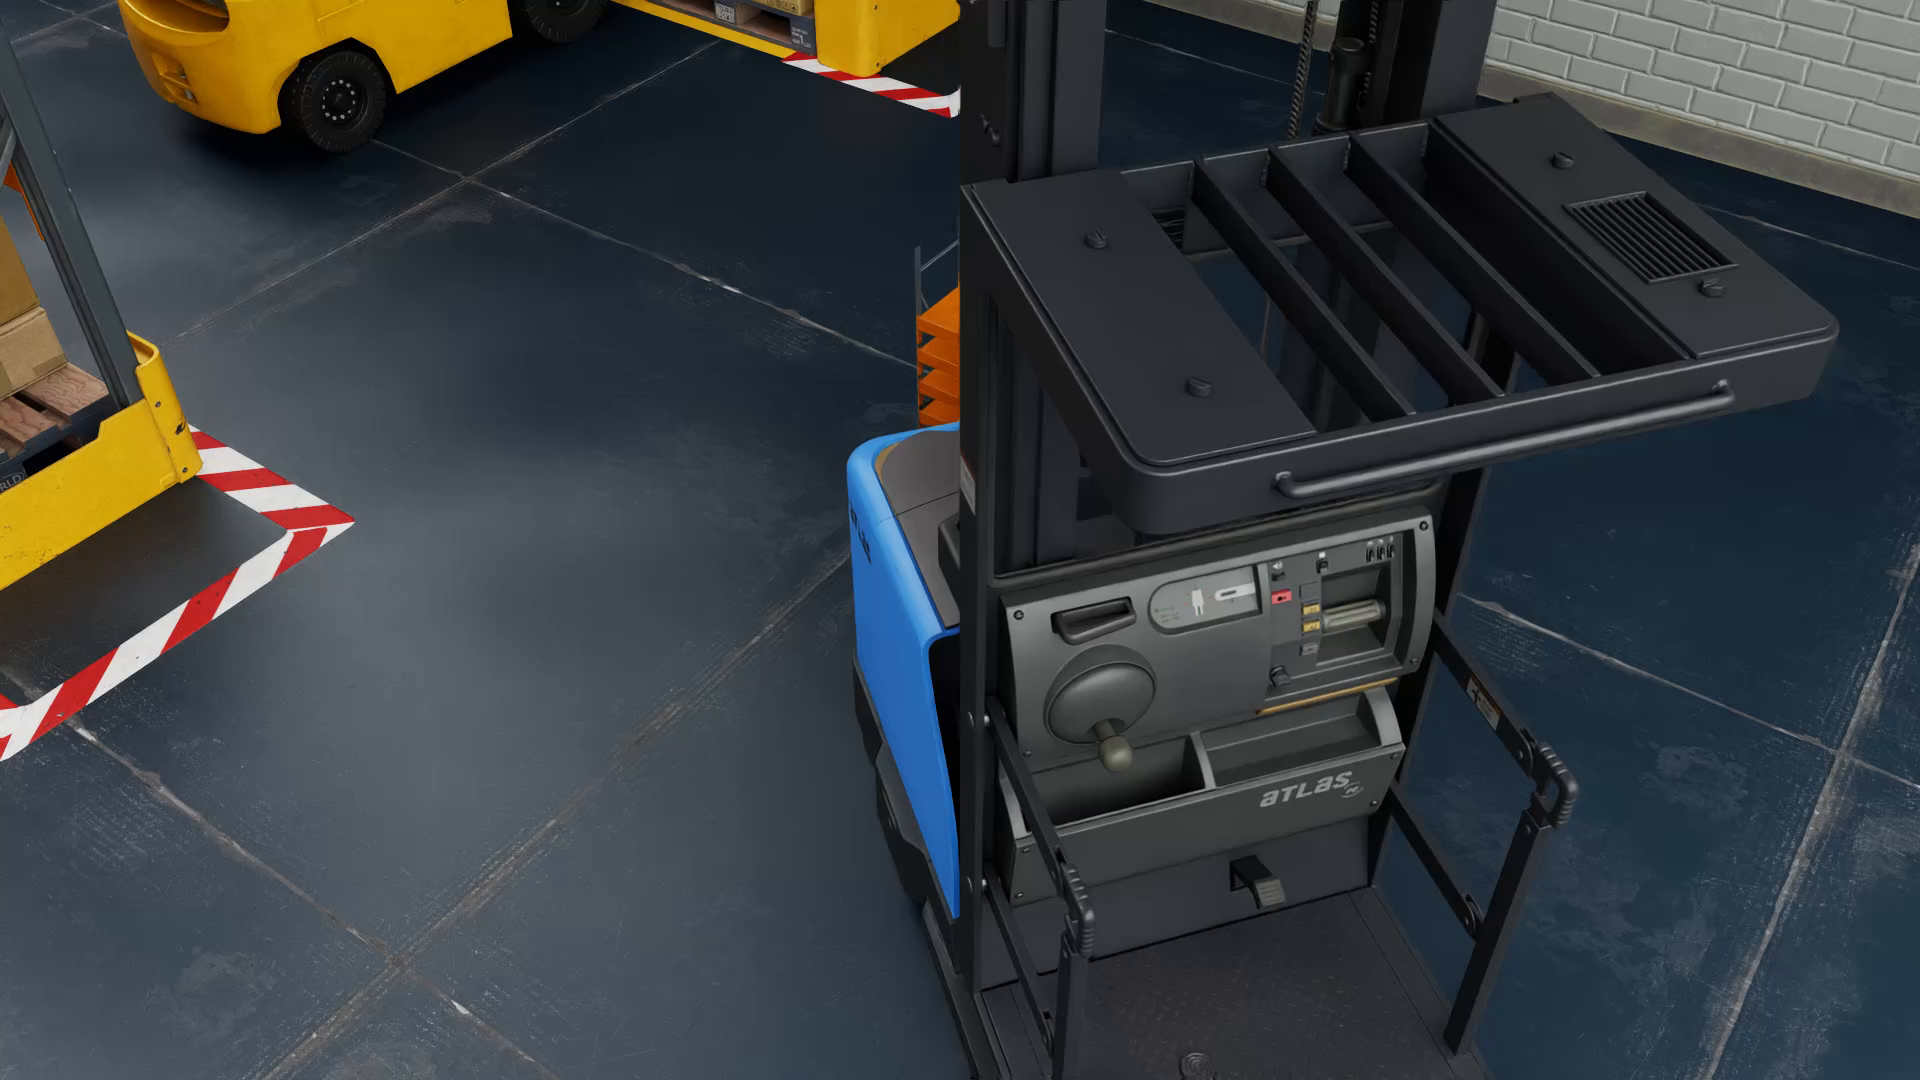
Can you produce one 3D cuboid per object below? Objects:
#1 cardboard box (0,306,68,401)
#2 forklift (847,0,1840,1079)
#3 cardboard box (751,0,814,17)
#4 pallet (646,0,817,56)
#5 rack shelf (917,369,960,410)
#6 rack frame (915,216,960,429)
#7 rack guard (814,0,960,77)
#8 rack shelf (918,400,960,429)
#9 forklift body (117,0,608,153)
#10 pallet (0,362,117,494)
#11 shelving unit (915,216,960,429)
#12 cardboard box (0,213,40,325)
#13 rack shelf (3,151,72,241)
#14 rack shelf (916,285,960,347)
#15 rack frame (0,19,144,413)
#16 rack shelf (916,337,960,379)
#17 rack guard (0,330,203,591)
[{"bbox_3d":[-3.645,-0.699,6.029,0.500,0.250,0.500,25,47,25],"label":"cardboard box"},{"bbox_3d":[0.607,0.287,3.231,1.130,2.935,3.031,-12,43,-13],"label":"forklift"},{"bbox_3d":[-0.862,-2.958,8.554,0.500,0.250,0.500,25,48,26],"label":"cardboard box"},{"bbox_3d":[-0.946,-3.050,9.000,1.213,0.211,1.003,25,48,25],"label":"pallet"},{"bbox_3d":[0.012,-0.498,5.293,0.180,0.103,0.258,25,48,25],"label":"rack shelf"},{"bbox_3d":[-0.063,-0.477,5.383,0.006,1.200,0.240,25,48,25],"label":"rack frame"},{"bbox_3d":[-0.277,-2.878,8.592,0.348,0.500,1.175,25,48,25],"label":"rack guard"},{"bbox_3d":[0.012,-0.408,5.373,0.180,0.103,0.258,25,48,25],"label":"rack shelf"},{"bbox_3d":[-2.896,-3.233,7.750,1.214,2.155,2.313,25,48,25],"label":"forklift body"},{"bbox_3d":[-3.850,-0.428,6.070,1.213,0.211,1.003,25,48,25],"label":"pallet"},{"bbox_3d":[0.012,-0.442,5.344,0.189,1.200,0.258,25,48,25],"label":"shelving unit"},{"bbox_3d":[-3.665,-0.988,5.789,0.500,0.500,0.500,24,47,24],"label":"cardboard box"},{"bbox_3d":[-4.781,-1.605,5.834,4.000,0.370,1.077,25,48,25],"label":"rack shelf"},{"bbox_3d":[0.012,-0.677,5.133,0.180,0.103,0.258,25,48,25],"label":"rack shelf"},{"bbox_3d":[-3.143,-1.108,4.738,0.127,3.000,1.000,25,48,25],"label":"rack frame"},{"bbox_3d":[0.012,-0.587,5.213,0.180,0.103,0.258,25,48,25],"label":"rack shelf"},{"bbox_3d":[-3.205,-0.205,5.604,0.348,0.500,1.175,25,48,25],"label":"rack guard"}]
